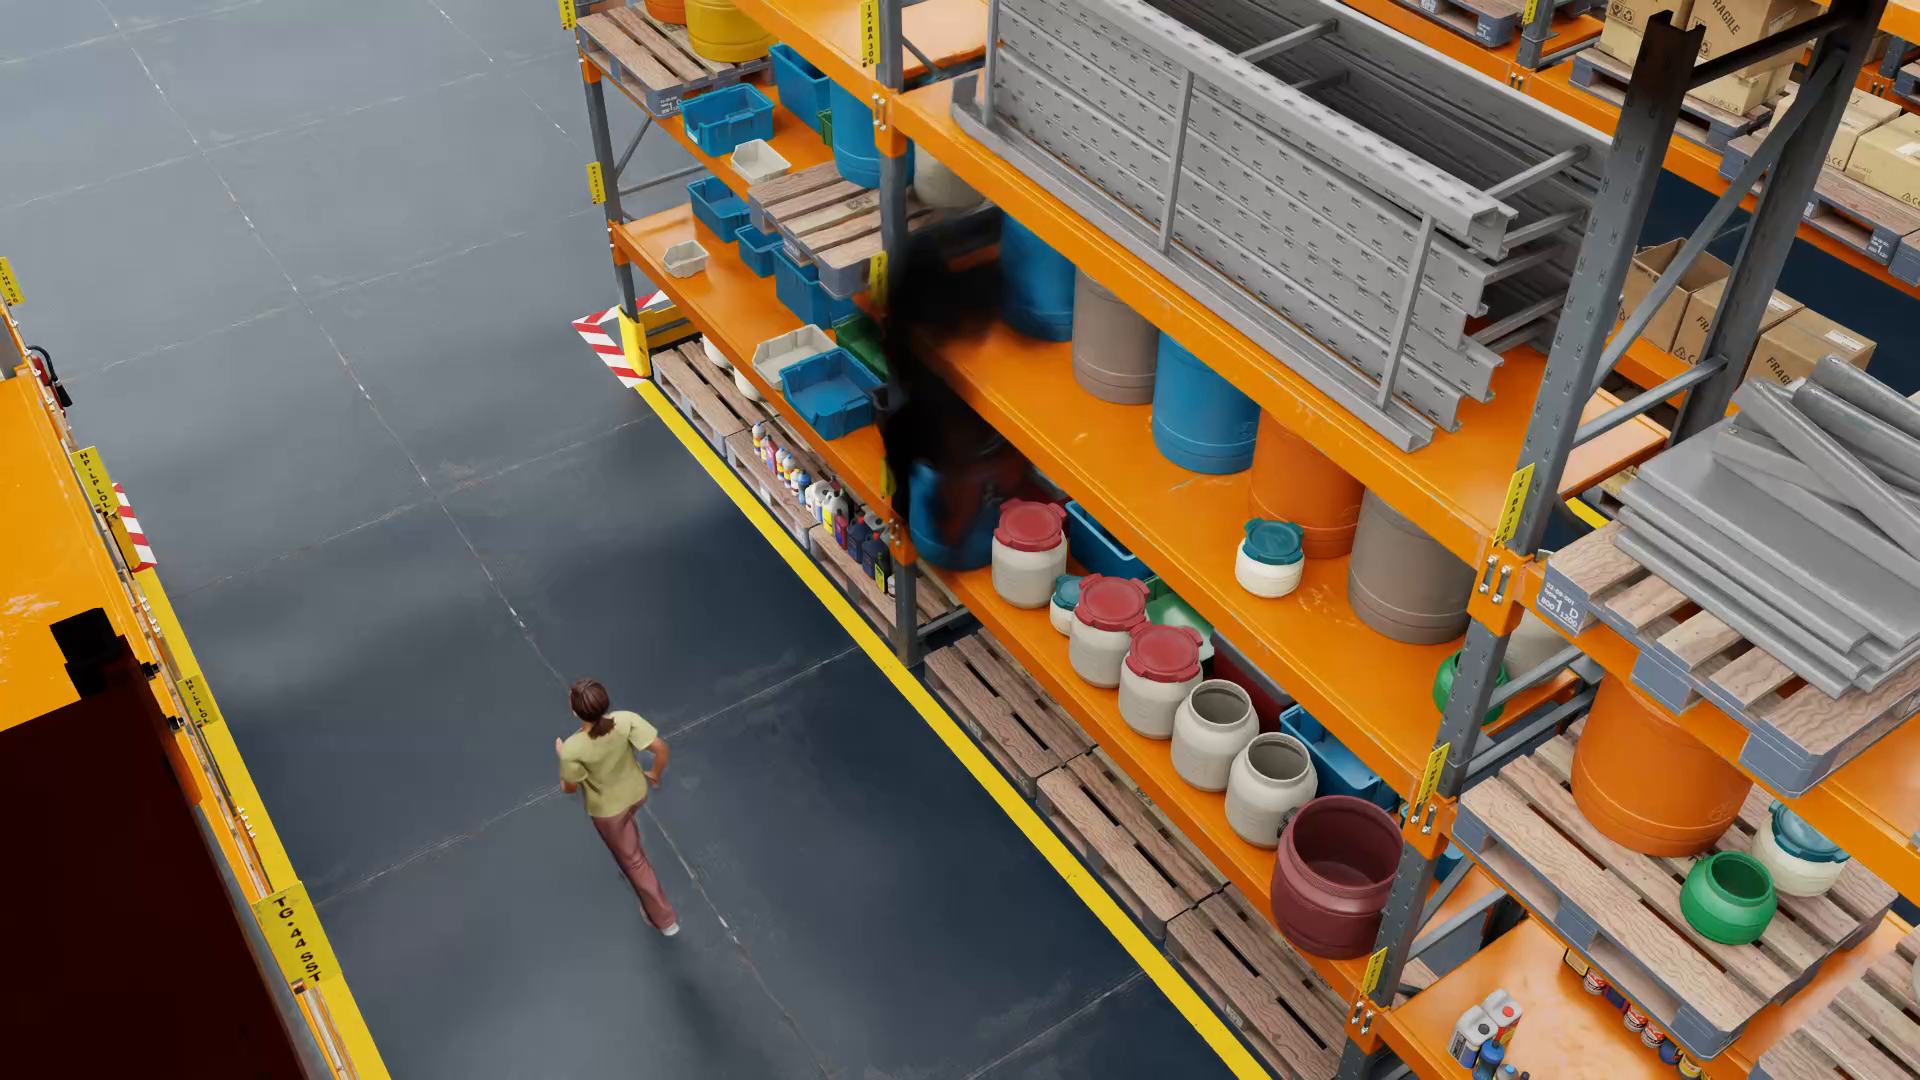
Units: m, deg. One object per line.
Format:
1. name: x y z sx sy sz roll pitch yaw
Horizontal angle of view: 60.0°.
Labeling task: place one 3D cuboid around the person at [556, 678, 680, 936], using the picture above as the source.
1. person: -1.775 1.389 8.645 0.790 1.753 0.497 32 51 30
